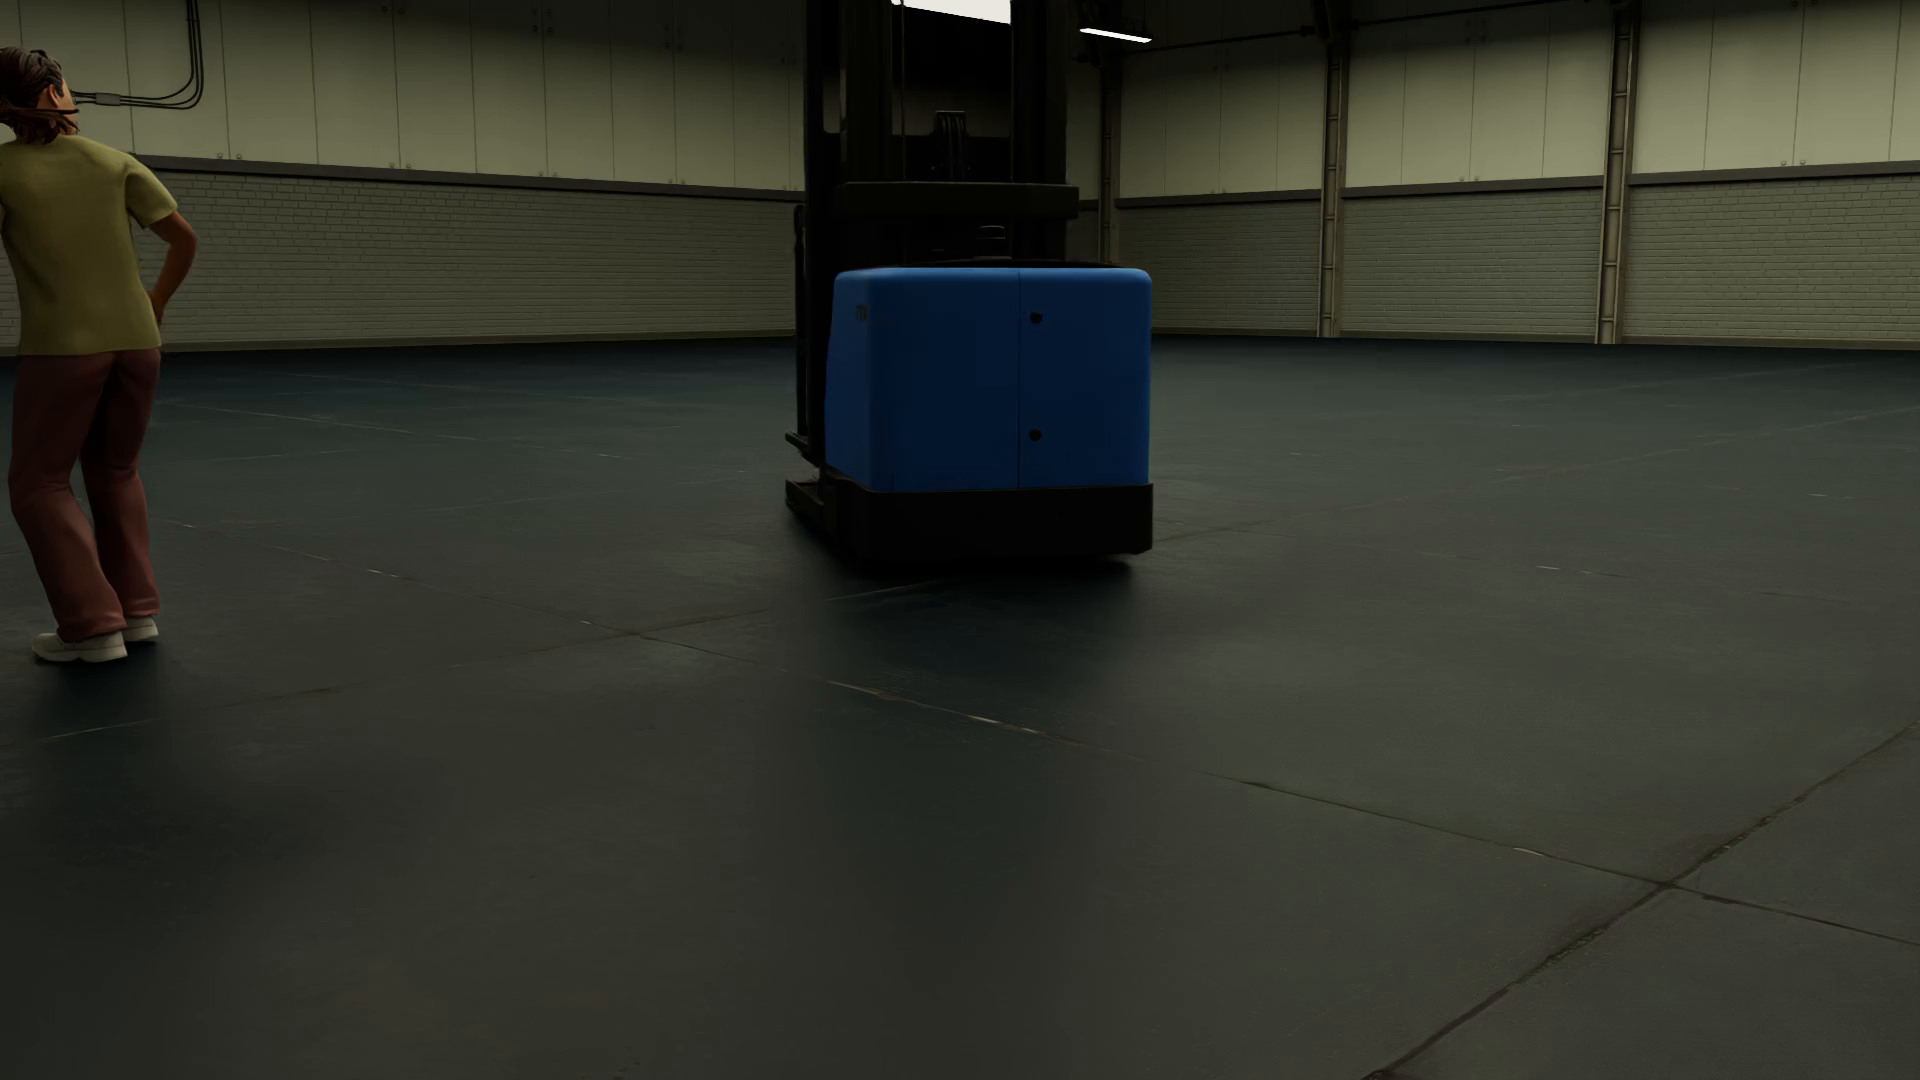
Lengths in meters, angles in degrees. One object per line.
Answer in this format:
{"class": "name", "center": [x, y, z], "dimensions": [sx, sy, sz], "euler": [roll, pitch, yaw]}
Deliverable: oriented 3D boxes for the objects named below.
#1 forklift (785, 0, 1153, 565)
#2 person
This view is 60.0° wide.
{"class": "forklift", "center": [-0.158, -1.538, 7.085], "dimensions": [1.130, 2.935, 3.031], "euler": [-2, 9, -14]}
{"class": "person", "center": [-2.455, -0.491, 4.522], "dimensions": [0.474, 1.637, 0.654], "euler": [6, 11, 36]}
